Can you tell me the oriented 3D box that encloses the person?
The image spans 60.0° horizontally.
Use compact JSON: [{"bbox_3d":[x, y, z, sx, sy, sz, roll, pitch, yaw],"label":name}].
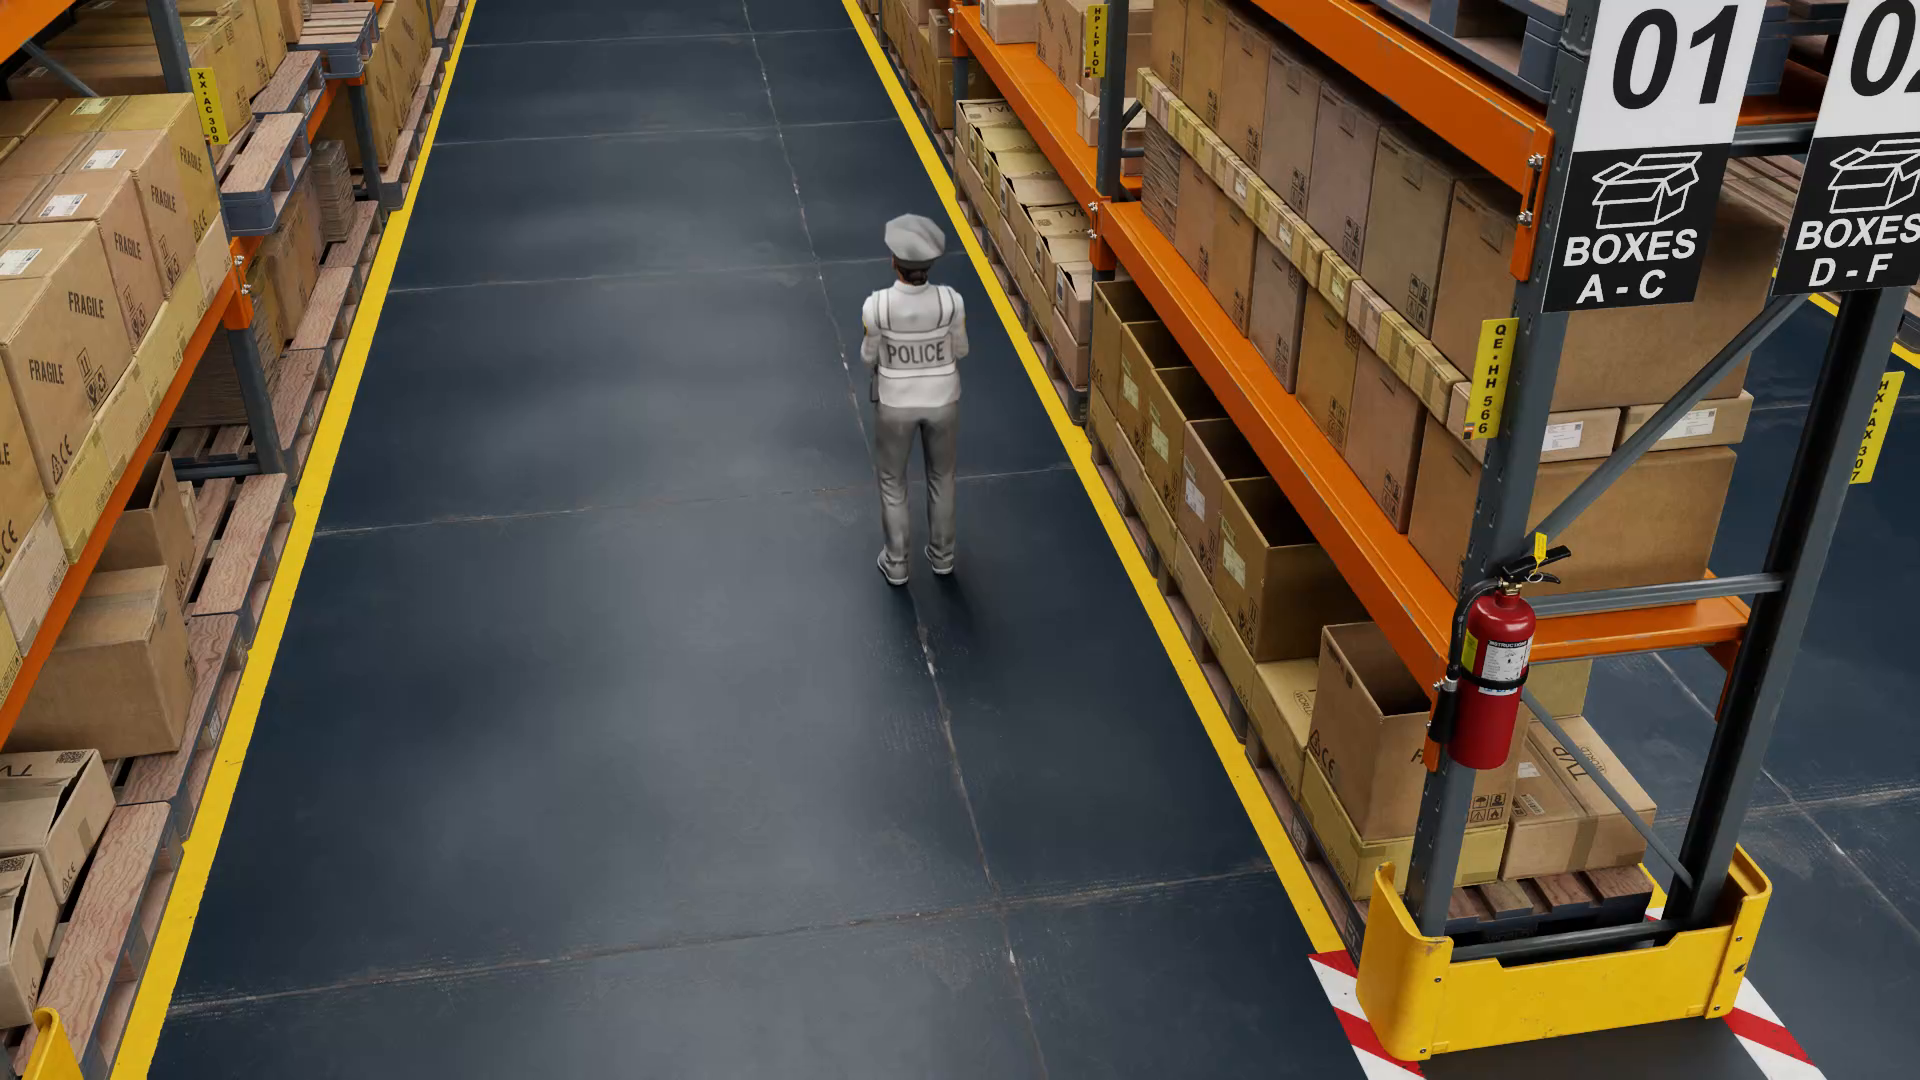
[{"bbox_3d":[-0.193,-0.613,7.137,0.459,1.688,0.550,-4,31,-7],"label":"person"}]
